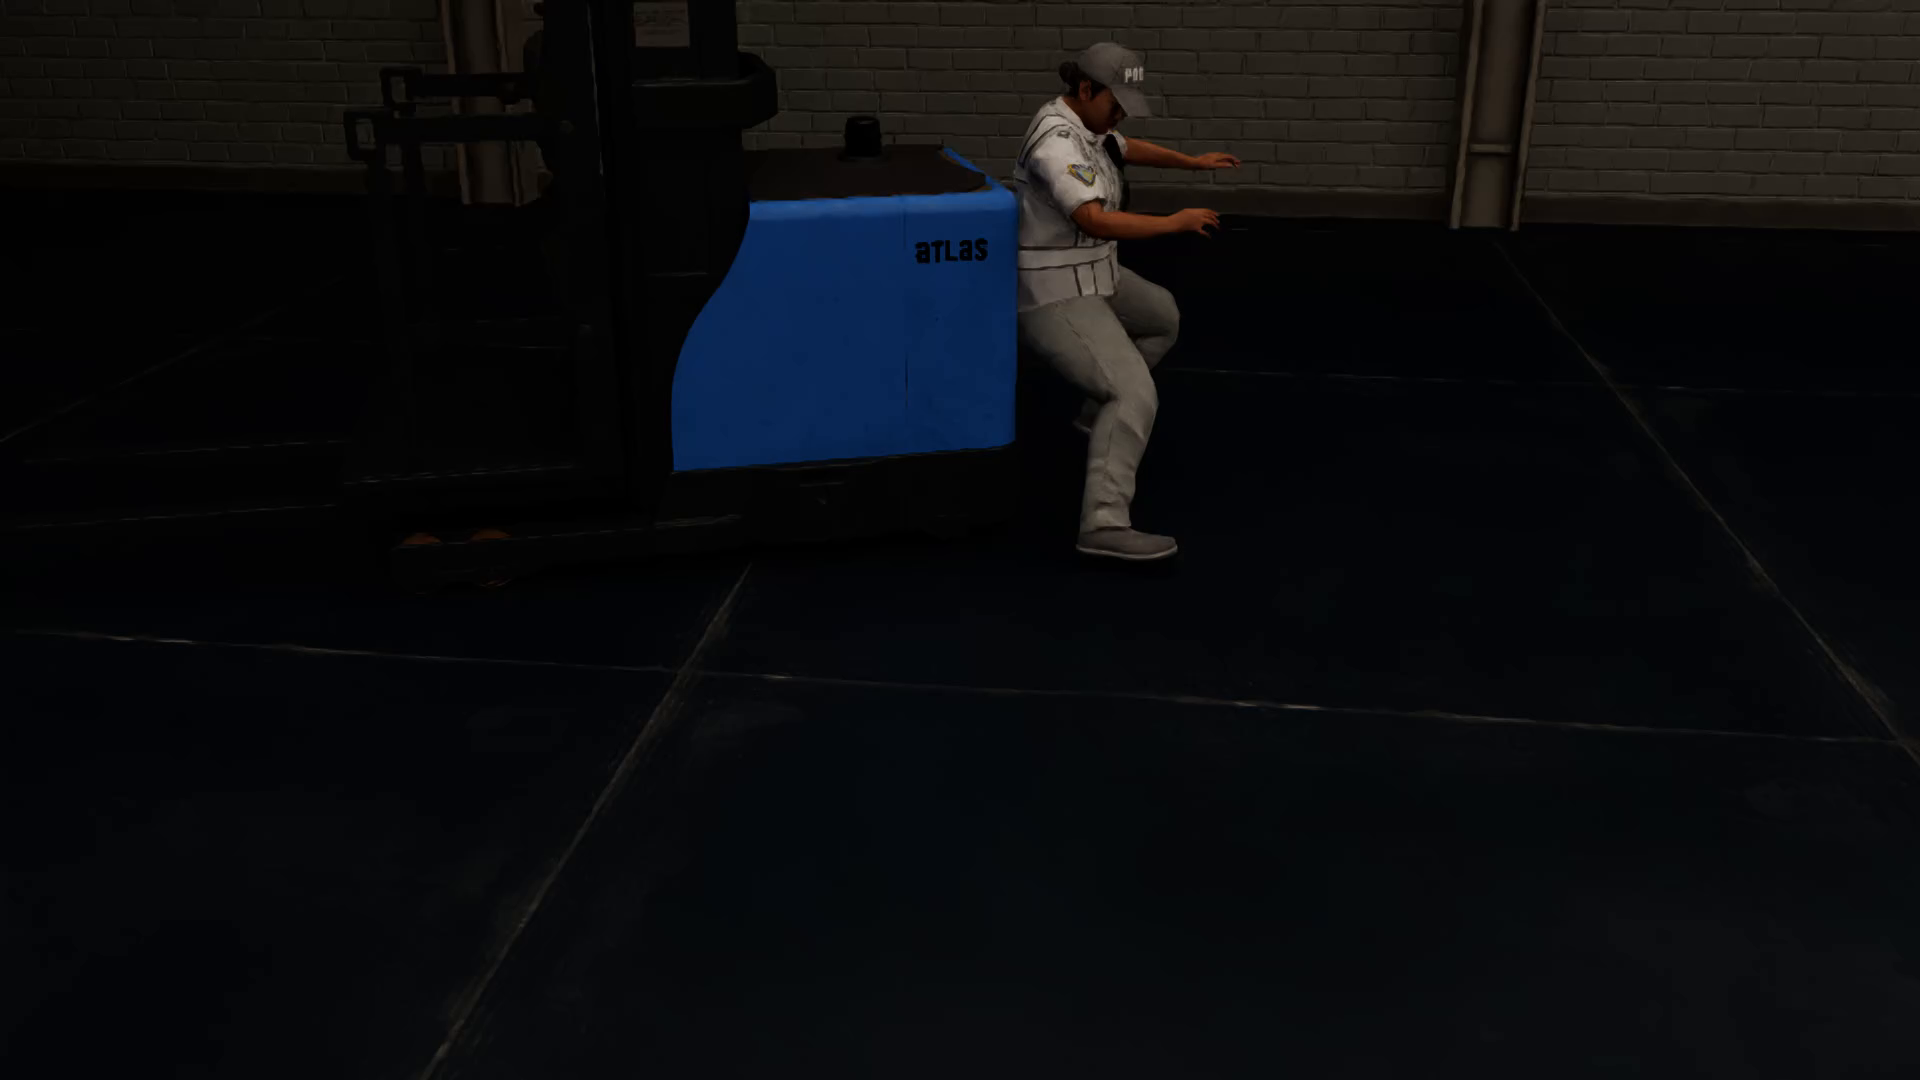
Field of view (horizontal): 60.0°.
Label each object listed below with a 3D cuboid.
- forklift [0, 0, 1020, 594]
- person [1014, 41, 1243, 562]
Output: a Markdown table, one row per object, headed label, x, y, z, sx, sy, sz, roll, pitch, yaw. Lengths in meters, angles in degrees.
| label | x | y | z | sx | sy | sz | roll | pitch | yaw |
| --- | --- | --- | --- | --- | --- | --- | --- | --- | --- |
| forklift | -1.387 | -1.421 | 4.781 | 3.031 | 2.935 | 1.130 | -5 | 22 | -12 |
| person | 0.477 | -0.808 | 5.173 | 0.683 | 1.434 | 1.113 | 7 | 23 | 16 |
